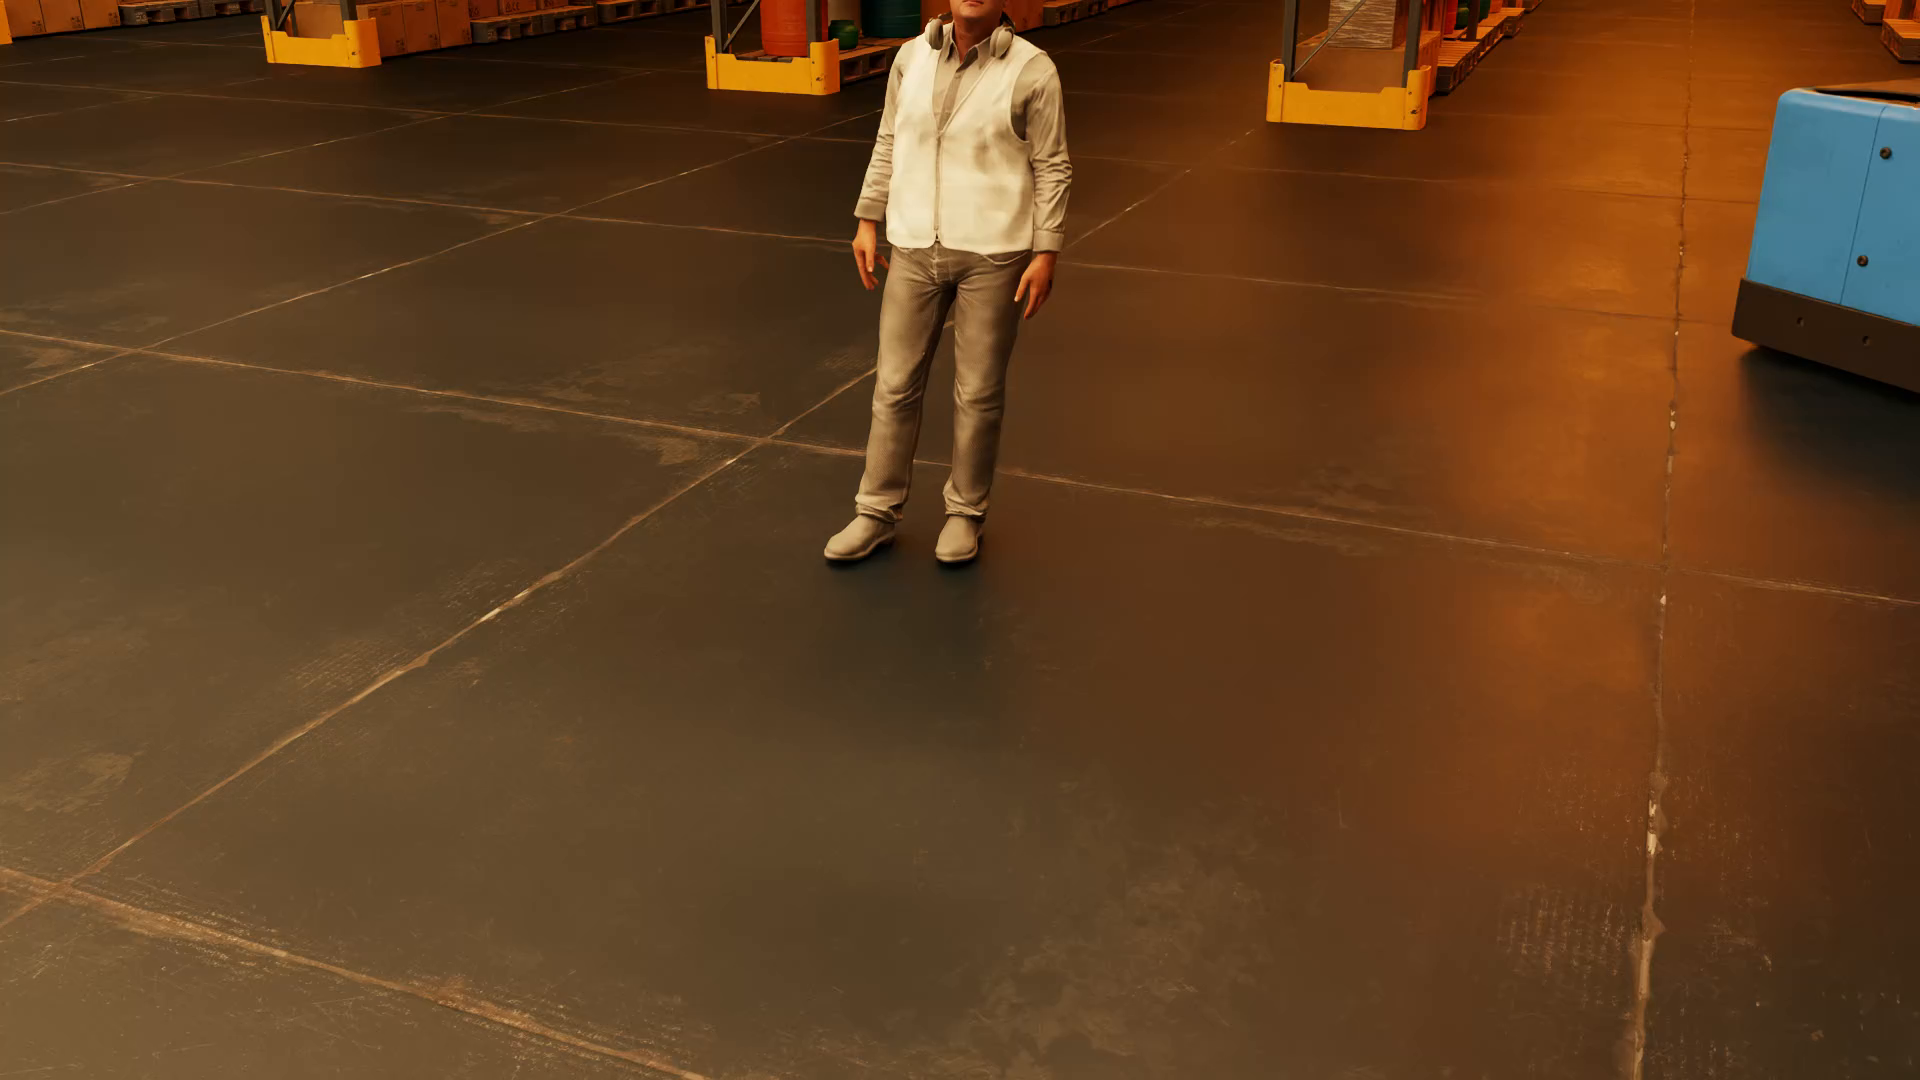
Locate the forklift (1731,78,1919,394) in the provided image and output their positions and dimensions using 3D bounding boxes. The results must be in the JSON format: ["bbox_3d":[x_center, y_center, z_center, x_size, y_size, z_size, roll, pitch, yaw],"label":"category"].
[{"bbox_3d":[4.791,-2.219,6.602,3.031,2.935,1.130,-10,25,-23],"label":"forklift"}]

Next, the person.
[{"bbox_3d":[-0.031,-0.804,4.697,0.633,1.775,0.566,9,24,21],"label":"person"}]
